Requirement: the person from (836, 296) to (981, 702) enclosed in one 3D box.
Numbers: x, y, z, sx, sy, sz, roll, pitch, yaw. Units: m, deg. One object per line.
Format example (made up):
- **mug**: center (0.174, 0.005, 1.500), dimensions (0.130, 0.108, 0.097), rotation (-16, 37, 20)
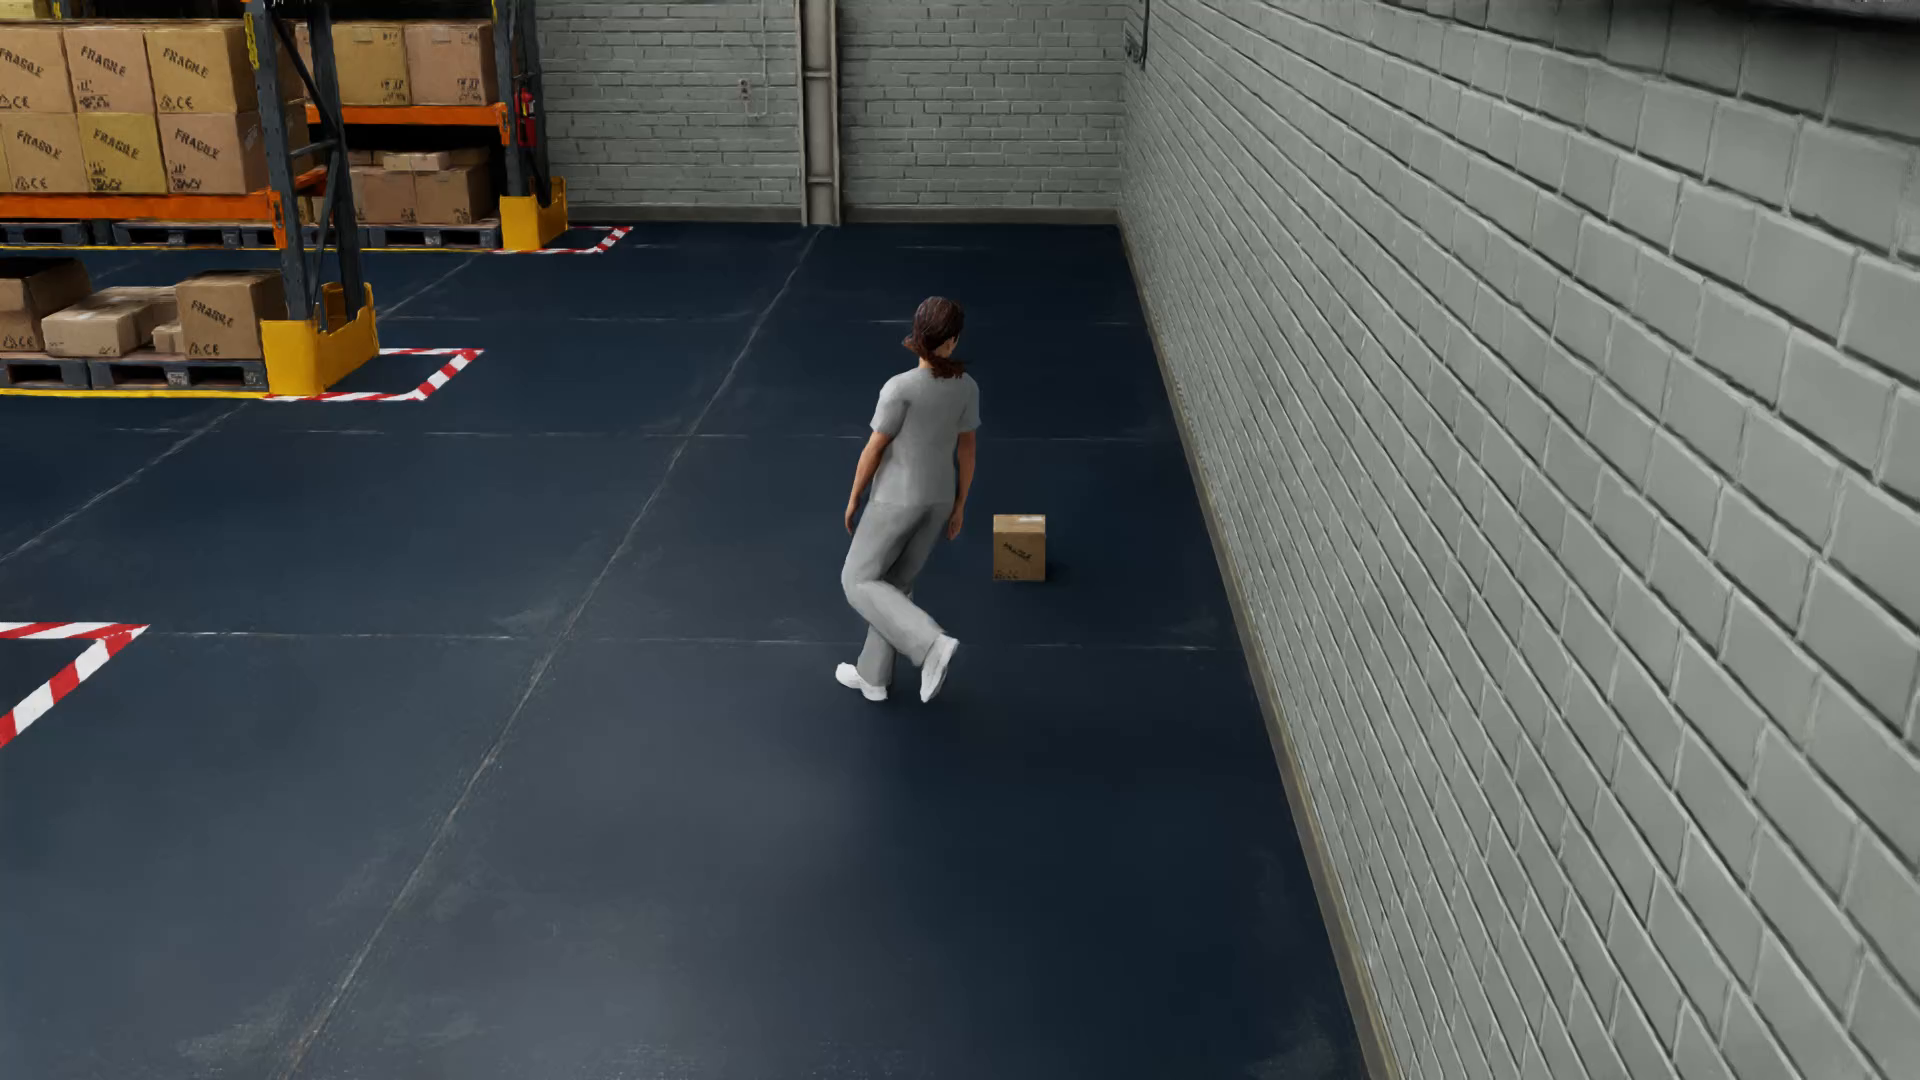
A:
- **person**: center (-0.169, -0.133, 6.464), dimensions (0.518, 1.639, 0.705), rotation (-16, 26, -36)
